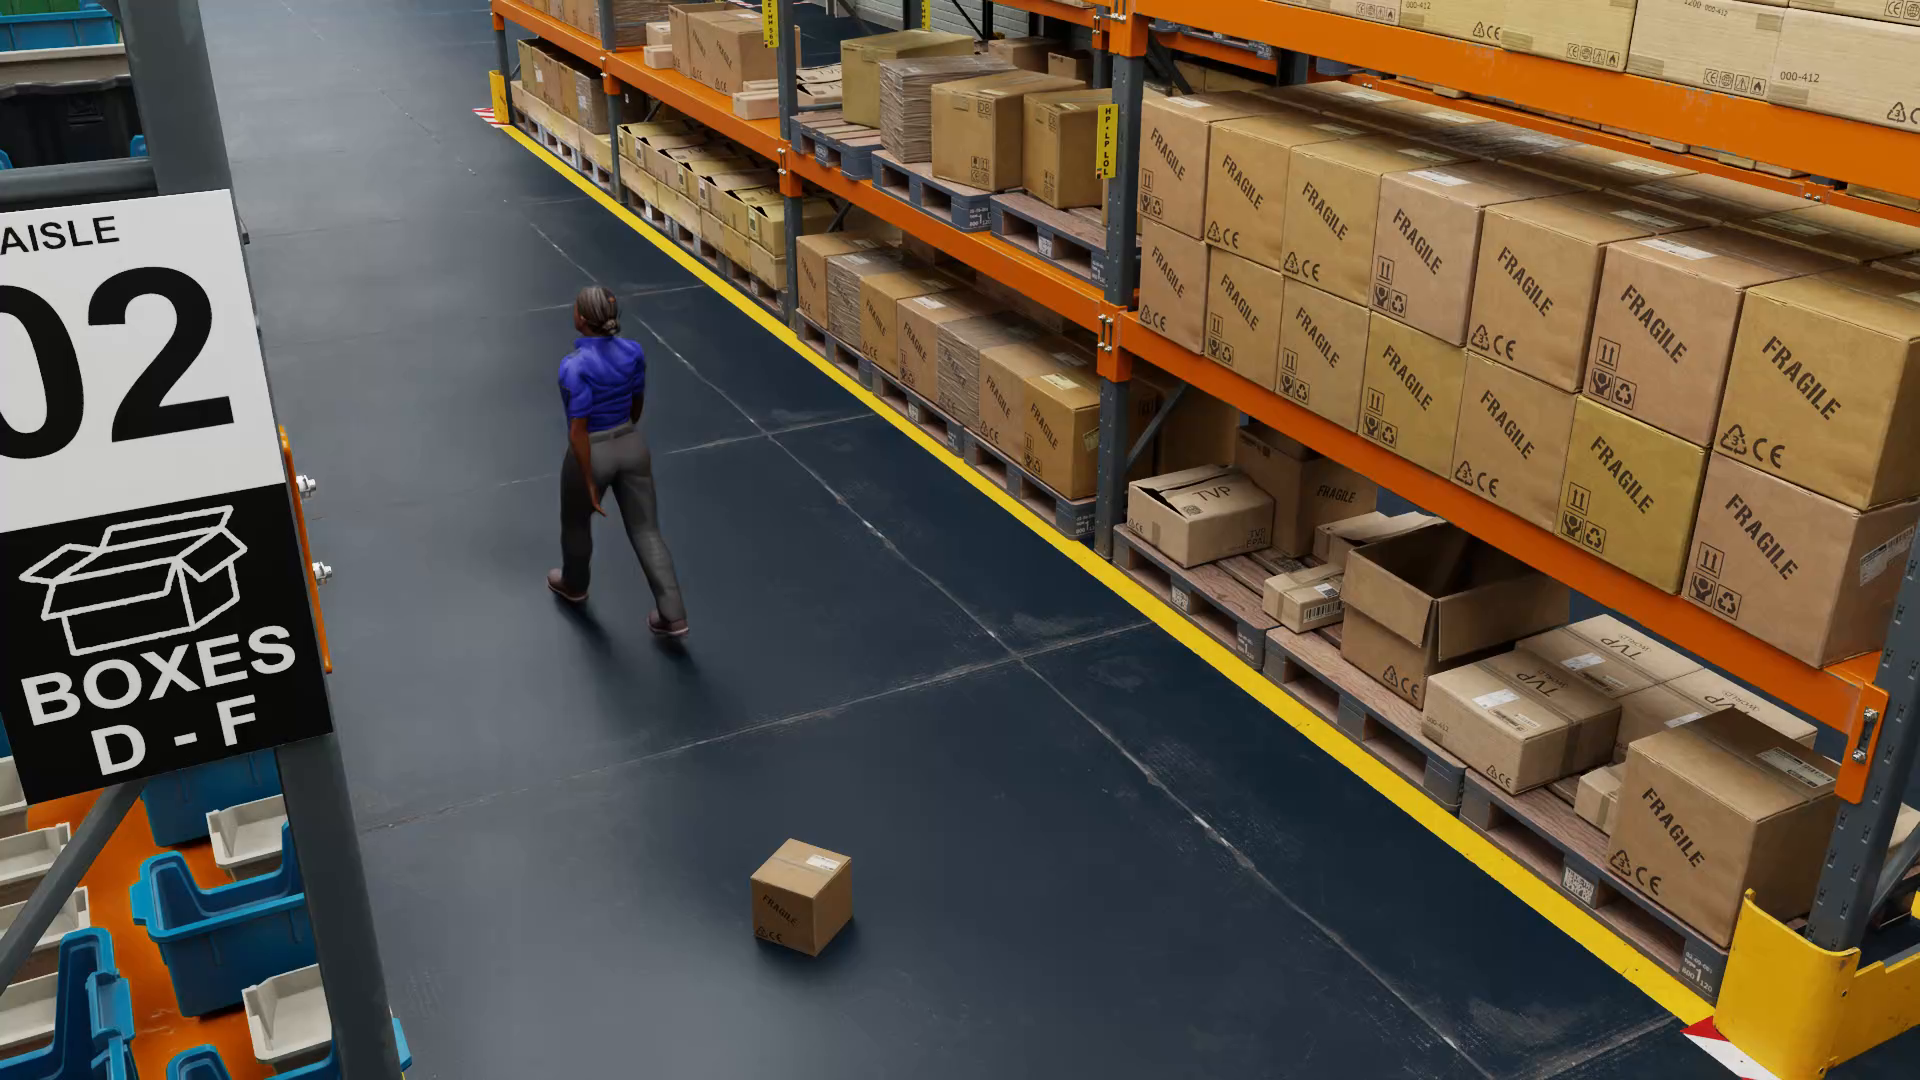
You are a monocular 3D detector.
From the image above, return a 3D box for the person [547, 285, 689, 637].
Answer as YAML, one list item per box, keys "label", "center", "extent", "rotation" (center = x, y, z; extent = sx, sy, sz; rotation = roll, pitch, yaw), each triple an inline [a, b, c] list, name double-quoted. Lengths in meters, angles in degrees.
- label: "person"
  center: [-1.582, -0.382, 7.400]
  extent: [0.442, 1.594, 0.990]
  rotation: [-18, 31, -33]
